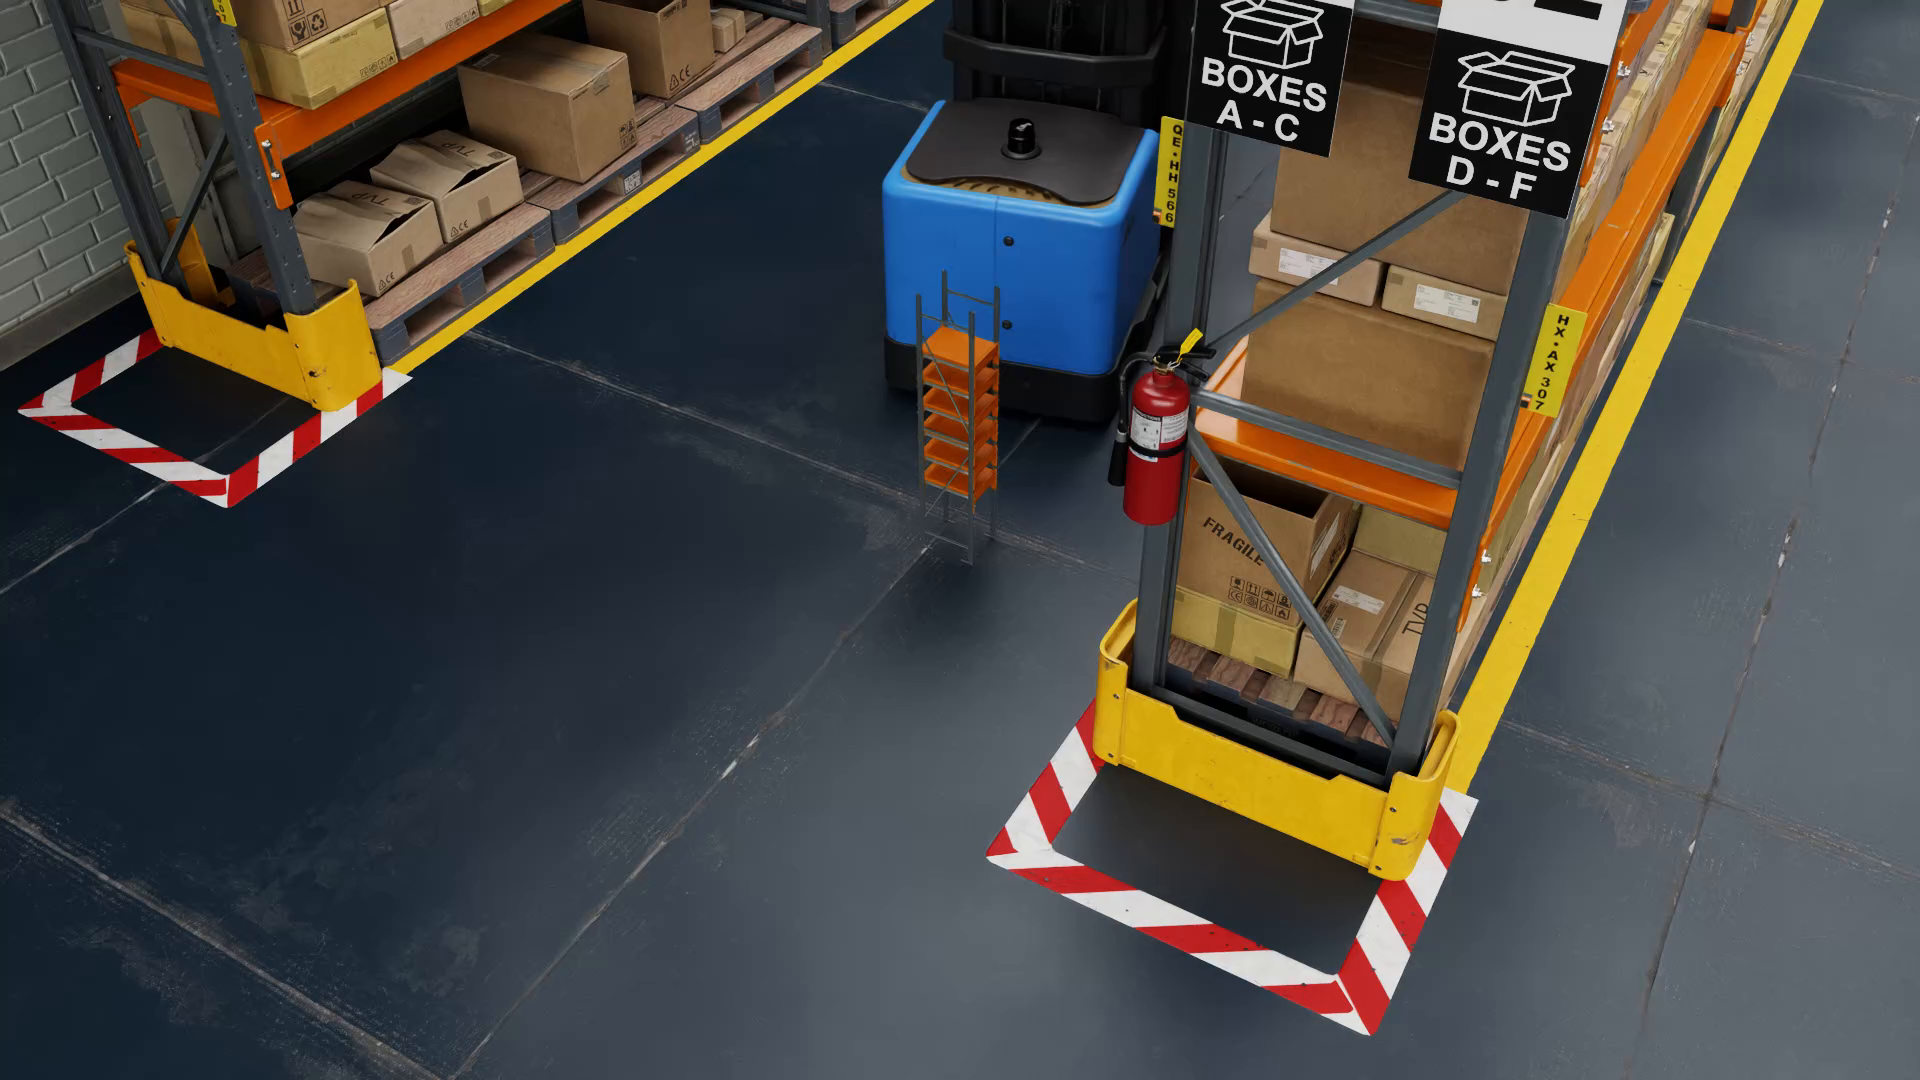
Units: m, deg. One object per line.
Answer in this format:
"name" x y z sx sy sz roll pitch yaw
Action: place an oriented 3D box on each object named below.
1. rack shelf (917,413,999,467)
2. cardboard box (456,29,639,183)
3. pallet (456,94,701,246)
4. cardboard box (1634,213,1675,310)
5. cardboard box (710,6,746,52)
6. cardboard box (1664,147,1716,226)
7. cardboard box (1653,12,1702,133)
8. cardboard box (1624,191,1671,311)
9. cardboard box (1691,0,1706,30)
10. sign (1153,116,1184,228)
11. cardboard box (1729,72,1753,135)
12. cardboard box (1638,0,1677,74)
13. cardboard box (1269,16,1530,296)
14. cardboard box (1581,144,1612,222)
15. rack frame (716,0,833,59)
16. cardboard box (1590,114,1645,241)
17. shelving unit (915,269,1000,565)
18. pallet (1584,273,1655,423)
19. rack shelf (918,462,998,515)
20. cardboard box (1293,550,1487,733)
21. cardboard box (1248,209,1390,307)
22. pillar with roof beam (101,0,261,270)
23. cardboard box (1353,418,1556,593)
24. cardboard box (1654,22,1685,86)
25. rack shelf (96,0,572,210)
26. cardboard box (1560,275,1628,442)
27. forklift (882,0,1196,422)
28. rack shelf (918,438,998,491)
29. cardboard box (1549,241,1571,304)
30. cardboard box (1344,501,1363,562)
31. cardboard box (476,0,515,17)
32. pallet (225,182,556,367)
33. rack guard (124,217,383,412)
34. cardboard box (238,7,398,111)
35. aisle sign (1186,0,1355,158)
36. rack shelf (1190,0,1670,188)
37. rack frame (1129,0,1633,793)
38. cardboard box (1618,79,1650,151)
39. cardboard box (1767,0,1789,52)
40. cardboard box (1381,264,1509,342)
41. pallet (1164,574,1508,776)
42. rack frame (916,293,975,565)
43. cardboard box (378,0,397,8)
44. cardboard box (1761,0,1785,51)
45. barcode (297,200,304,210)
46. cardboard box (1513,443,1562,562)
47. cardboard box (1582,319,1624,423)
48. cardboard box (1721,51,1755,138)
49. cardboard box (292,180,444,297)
"rack shelf" -0.007 -0.409 6.373 0.258 0.103 0.180 21 45 22
"cardboard box" -2.121 -2.251 8.595 0.700 0.500 0.500 18 45 19
"pallet" -2.154 -2.074 8.945 1.003 0.211 1.213 21 45 22
"cardboard box" 3.009 -1.369 7.798 0.500 0.250 0.500 21 45 22
"cardboard box" -1.481 -3.003 9.701 0.380 0.166 0.250 15 44 17
"cardboard box" 3.468 -1.855 8.350 0.500 0.250 0.500 20 45 21
"cardboard box" 2.577 -2.058 6.742 0.700 0.500 0.500 20 45 22
"cardboard box" 2.749 -1.368 7.229 0.500 0.500 0.500 21 45 22
"cardboard box" 2.590 -2.054 6.246 0.380 0.149 0.250 21 45 22
"sign" 0.587 -1.003 4.564 0.100 0.325 0.005 21 45 22
"cardboard box" 3.982 -2.445 9.019 0.500 0.250 0.500 20 45 21
"cardboard box" 2.082 -1.988 5.680 0.700 0.500 0.500 21 46 22
"cardboard box" 1.321 -1.110 4.683 0.700 0.500 0.500 21 46 22
"cardboard box" 1.817 -1.164 5.236 0.380 0.149 0.250 20 45 21
"rack frame" -1.239 -4.217 9.269 1.000 3.000 0.127 21 45 22
"cardboard box" 2.067 -1.479 6.084 0.700 0.500 0.500 22 46 23
"shelving unit" -0.007 -0.442 6.344 0.258 1.200 0.189 21 45 22
"pallet" 2.618 -1.093 7.831 1.003 0.211 1.213 21 45 22
"rack shelf" -0.007 -0.229 6.532 0.258 0.103 0.180 21 45 22
"cardboard box" 1.511 0.349 5.847 0.500 0.250 0.500 21 45 22
"cardboard box" 1.076 -0.855 4.884 0.380 0.149 0.250 20 45 21
"pillar with roof beam" 0.088 -3.442 3.850 9.100 9.000 0.400 21 45 22
"cardboard box" 1.760 -0.219 5.925 0.500 0.500 0.500 21 45 22
"cardboard box" 2.334 -1.756 5.908 0.380 0.149 0.250 22 46 23
"rack shelf" -2.240 -2.803 8.207 1.077 0.370 4.000 21 45 22
"cardboard box" 2.264 -0.790 6.573 0.500 0.500 0.500 21 45 22
"forklift" 0.575 -2.598 7.483 1.130 2.935 3.031 11 43 12
"rack shelf" -0.007 -0.319 6.453 0.258 0.103 0.180 21 45 22
"cardboard box" 1.553 -0.894 5.420 0.700 0.500 0.500 22 46 23
"cardboard box" 1.302 -0.112 6.371 0.500 0.250 0.500 21 45 22
"cardboard box" -2.214 -2.645 7.582 0.500 0.250 0.500 20 45 21
"pallet" -2.765 -1.378 8.155 1.003 0.211 1.213 21 45 22
"rack guard" -3.203 -1.034 7.545 1.175 0.500 0.348 21 45 22
"cardboard box" -2.722 -2.054 6.911 0.500 0.250 0.500 20 45 21
"aisle sign" 0.763 -1.327 4.020 0.394 0.787 0.004 21 45 22
"rack shelf" 2.051 -2.292 5.358 1.077 0.370 4.000 21 45 22
"rack frame" 1.050 -0.292 4.812 1.000 3.000 0.127 21 45 22
"cardboard box" 2.076 -1.464 5.576 0.380 0.149 0.250 20 45 22
"cardboard box" 4.492 -3.031 9.685 0.500 0.250 0.500 22 46 23
"cardboard box" 1.433 -0.726 4.739 0.380 0.149 0.250 21 45 22
"pallet" 1.397 0.303 6.246 1.003 0.211 1.213 21 45 22
"rack frame" -0.053 -0.390 6.285 0.240 1.200 0.006 21 45 22
"cardboard box" -2.486 -2.614 6.980 0.500 0.500 0.500 21 46 22
"cardboard box" 4.242 -2.951 9.170 0.500 0.311 0.500 22 46 23
"barcode" -3.154 -1.596 7.988 0.001 0.075 0.075 21 45 22
"cardboard box" 2.009 -0.224 6.498 0.500 0.250 0.500 21 45 22
"cardboard box" 2.513 -0.795 7.146 0.500 0.250 0.500 21 45 22
"cardboard box" 3.729 -2.356 8.494 0.500 0.311 0.500 20 45 22
"cardboard box" -2.816 -1.450 7.829 0.500 0.311 0.500 16 44 17
